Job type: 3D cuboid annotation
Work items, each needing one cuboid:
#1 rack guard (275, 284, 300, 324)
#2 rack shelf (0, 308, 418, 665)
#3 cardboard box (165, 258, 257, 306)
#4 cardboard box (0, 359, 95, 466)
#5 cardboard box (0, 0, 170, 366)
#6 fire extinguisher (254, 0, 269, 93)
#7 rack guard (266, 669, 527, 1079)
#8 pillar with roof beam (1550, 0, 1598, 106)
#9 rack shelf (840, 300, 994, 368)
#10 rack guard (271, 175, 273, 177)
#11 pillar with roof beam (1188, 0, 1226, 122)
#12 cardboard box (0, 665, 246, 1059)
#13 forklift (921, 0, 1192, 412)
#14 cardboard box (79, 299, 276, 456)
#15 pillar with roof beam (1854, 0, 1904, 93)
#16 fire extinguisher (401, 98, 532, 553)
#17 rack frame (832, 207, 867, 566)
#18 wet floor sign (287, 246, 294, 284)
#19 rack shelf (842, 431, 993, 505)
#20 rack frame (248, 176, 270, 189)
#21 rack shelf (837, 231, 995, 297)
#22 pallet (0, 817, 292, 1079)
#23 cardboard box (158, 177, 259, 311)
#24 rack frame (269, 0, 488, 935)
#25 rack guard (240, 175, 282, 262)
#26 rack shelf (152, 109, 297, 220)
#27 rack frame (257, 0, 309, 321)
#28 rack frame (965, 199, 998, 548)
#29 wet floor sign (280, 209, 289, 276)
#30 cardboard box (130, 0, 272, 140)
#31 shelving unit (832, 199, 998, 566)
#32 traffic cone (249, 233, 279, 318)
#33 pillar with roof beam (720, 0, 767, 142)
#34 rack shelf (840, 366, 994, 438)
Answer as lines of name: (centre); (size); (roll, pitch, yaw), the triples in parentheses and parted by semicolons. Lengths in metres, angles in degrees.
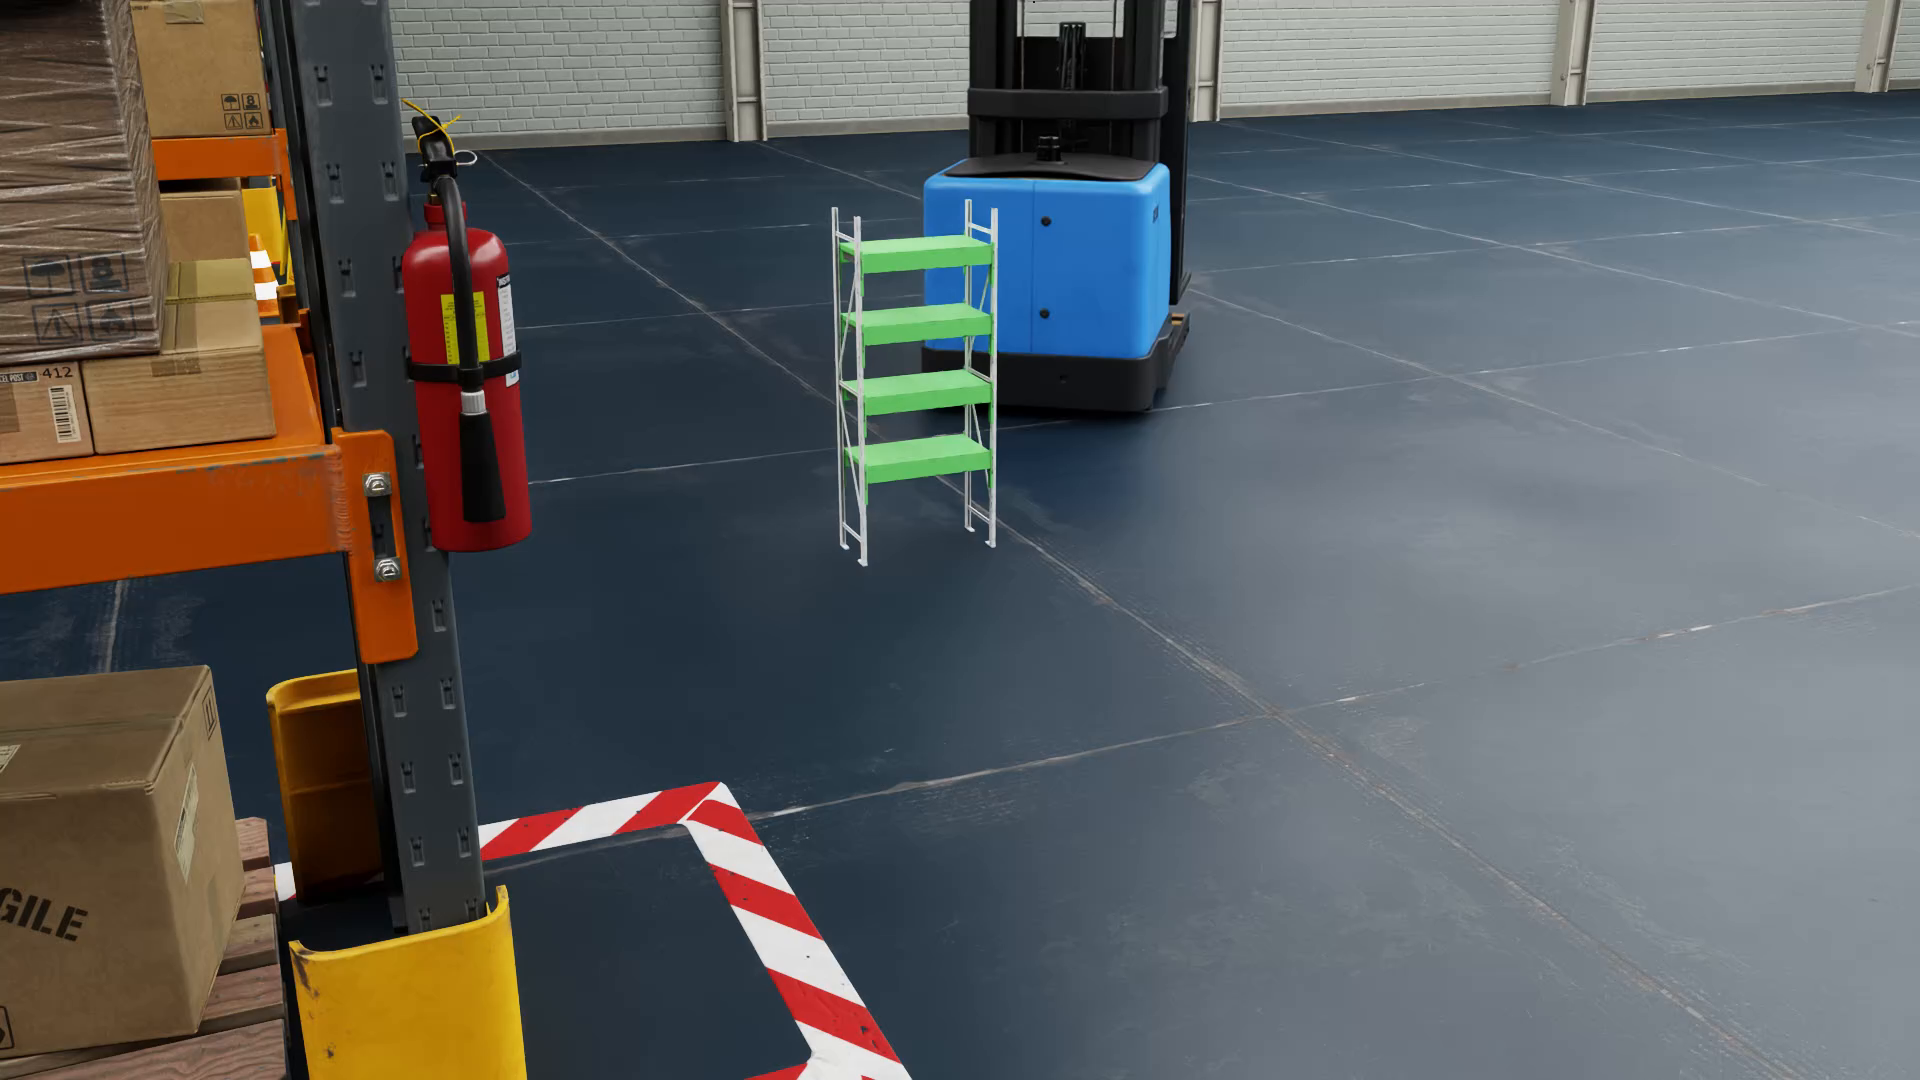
rack guard: (-2.906, -0.835, 7.642); (0.348, 0.500, 1.175); (-8, 21, -22)
rack shelf: (-2.892, 0.117, 2.257); (4.000, 0.370, 1.077); (-8, 21, -22)
cardboard box: (-1.412, -0.402, 3.026); (0.250, 0.149, 0.380); (-8, 21, -22)
cardboard box: (-1.466, -0.234, 2.548); (0.250, 0.149, 0.380); (-8, 21, -22)
cardboard box: (-1.572, -0.609, 2.637); (0.500, 0.500, 0.875); (-8, 21, -22)
fire extinguisher: (-4.694, -3.346, 11.124); (0.183, 0.674, 0.296); (-8, 21, -22)
rack guard: (-1.126, 0.704, 3.271); (0.348, 0.500, 1.175); (-8, 21, -22)
pillar with roof beam: (10.286, -9.089, 18.286); (0.400, 9.000, 9.100); (-8, 21, -22)
rack shelf: (-0.152, -0.710, 5.702); (0.480, 0.148, 0.258); (-8, 21, -22)
rack guard: (-6.929, -3.845, 16.189); (0.348, 0.500, 1.175); (-8, 21, -22)
pillar with roof beam: (4.776, -8.300, 16.044); (0.400, 9.000, 9.100); (-8, 21, -22)
cardboard box: (-1.636, 0.572, 3.011); (0.500, 0.500, 0.500); (-4, 20, -12)
forklift: (0.640, -2.409, 8.450); (1.130, 2.935, 3.031); (4, 20, 12)
cardboard box: (-1.236, -0.267, 2.641); (0.250, 0.149, 0.380); (-8, 21, -22)
pillar with roof beam: (15.795, -9.878, 20.527); (0.400, 9.000, 9.100); (-8, 21, -22)
fire extinguisher: (-0.768, -0.324, 2.541); (0.183, 0.674, 0.296); (-8, 21, -22)
rack frame: (-0.376, -0.512, 5.670); (0.015, 1.200, 0.240); (-8, 21, -22)
wet floor sign: (-3.686, -1.508, 9.335); (0.232, 0.644, 0.267); (-12, 23, -31)
rack shelf: (-0.152, -0.258, 5.862); (0.480, 0.148, 0.258); (-8, 21, -22)
rack frame: (-4.981, -3.508, 11.467); (0.127, 3.000, 1.000); (-8, 21, -22)
rack shelf: (-0.152, -0.937, 5.623); (0.480, 0.148, 0.258); (-8, 21, -22)
pallet: (-1.886, 0.936, 3.046); (1.213, 0.211, 1.003); (-8, 21, -22)
cardboard box: (-3.524, -1.098, 7.191); (0.875, 0.875, 0.875); (-8, 21, -22)
rack frame: (-1.056, -0.486, 2.884); (0.127, 3.000, 1.000); (-8, 21, -22)
rack guard: (-5.051, -2.319, 11.854); (0.348, 0.500, 1.175); (-8, 21, -22)
rack shelf: (-4.764, -1.409, 6.590); (4.000, 0.370, 1.077); (-8, 21, -22)
rack frame: (-2.928, -2.011, 7.218); (0.127, 3.000, 1.000); (-8, 21, -22)
rack frame: (0.072, -0.576, 5.852); (0.015, 1.200, 0.240); (-8, 21, -22)
wet floor sign: (-4.383, -2.096, 11.003); (0.232, 0.644, 0.267); (-1, 19, -3)
cardboard box: (-3.251, -2.019, 7.015); (0.550, 0.550, 0.875); (-8, 21, -22)
shelving unit: (-0.152, -0.544, 5.761); (0.503, 1.200, 0.258); (-8, 21, -22)
traffic cone: (-4.113, -1.567, 9.776); (0.334, 0.463, 0.336); (-8, 21, -22)
pillar with roof beam: (-0.733, -7.510, 13.802); (0.400, 9.000, 9.100); (-8, 21, -22)
rack shelf: (-0.152, -0.484, 5.782); (0.480, 0.148, 0.258); (-8, 21, -22)
